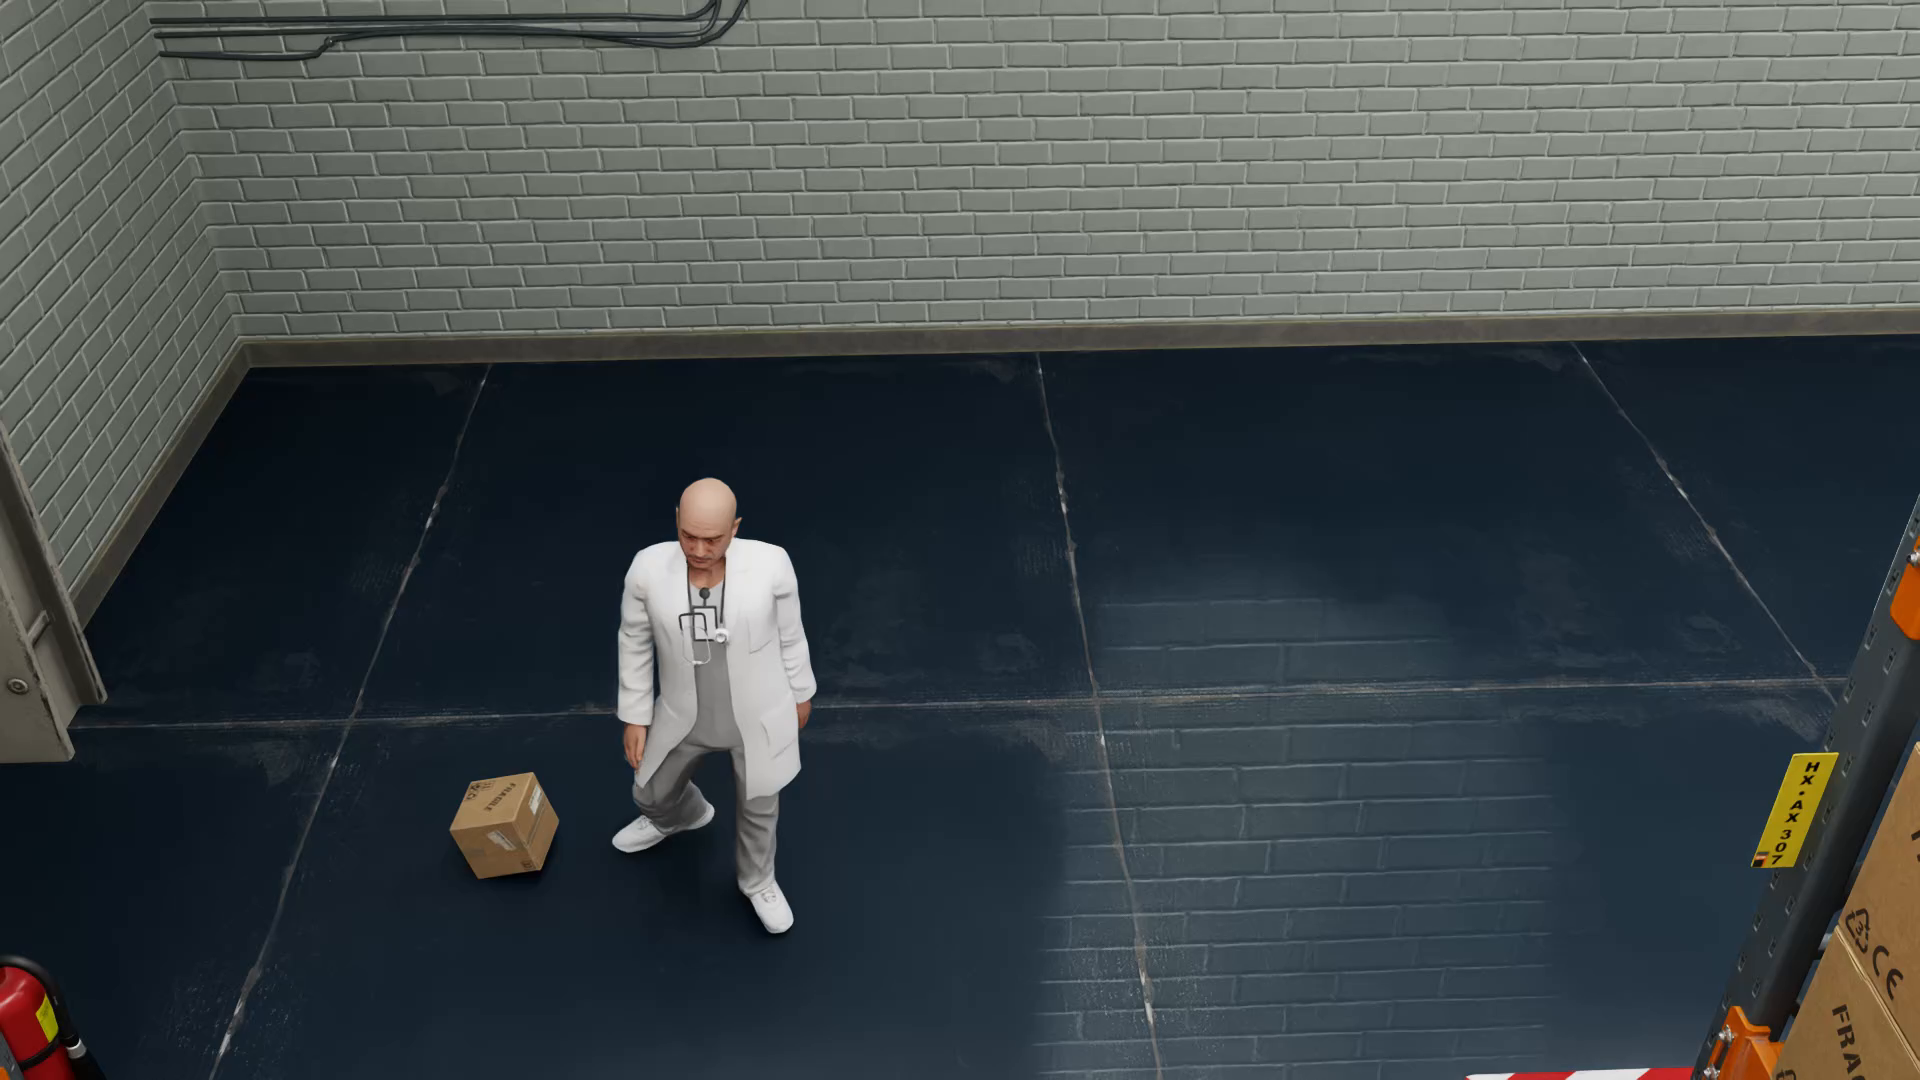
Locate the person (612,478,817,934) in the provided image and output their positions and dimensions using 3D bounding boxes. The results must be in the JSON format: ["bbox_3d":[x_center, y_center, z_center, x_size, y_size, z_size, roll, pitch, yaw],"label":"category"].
[{"bbox_3d":[-0.862,0.510,5.414,0.789,1.770,0.558,1,35,2],"label":"person"}]
